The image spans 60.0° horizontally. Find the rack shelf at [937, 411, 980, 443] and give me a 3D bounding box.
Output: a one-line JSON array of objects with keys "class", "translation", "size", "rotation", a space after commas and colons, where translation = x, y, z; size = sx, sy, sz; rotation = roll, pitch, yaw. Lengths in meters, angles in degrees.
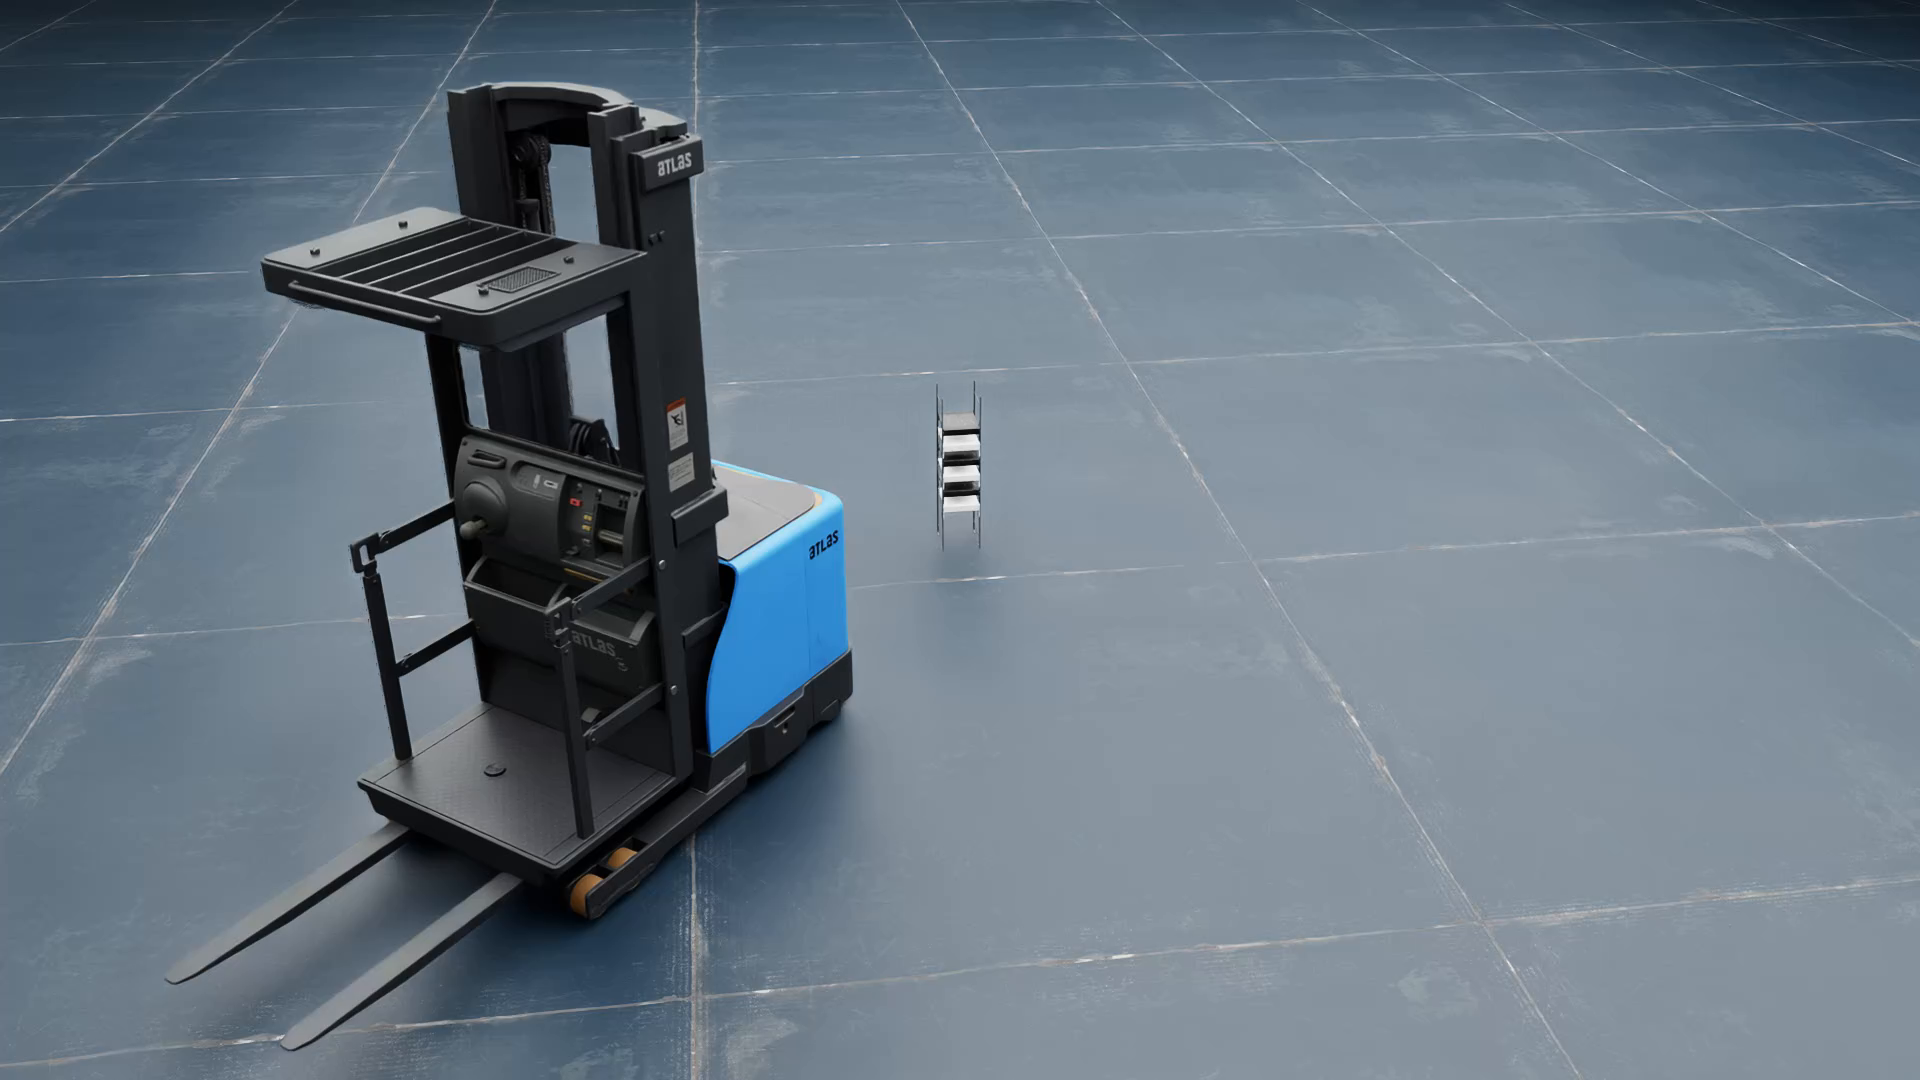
[{"class": "rack shelf", "translation": [-0.008, -0.610, 8.936], "size": [0.200, 0.077, 0.258], "rotation": [-4, 27, -7]}]

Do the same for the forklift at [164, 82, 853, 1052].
[{"class": "forklift", "translation": [-1.696, -0.089, 6.214], "size": [1.130, 2.935, 3.031], "rotation": [16, 31, 28]}]

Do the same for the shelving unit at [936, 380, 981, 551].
[{"class": "shelving unit", "translation": [-0.008, -0.400, 9.044], "size": [0.210, 0.900, 0.258], "rotation": [-4, 27, -7]}]

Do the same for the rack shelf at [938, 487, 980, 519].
[{"class": "rack shelf", "translation": [-0.008, -0.210, 9.141], "size": [0.200, 0.077, 0.258], "rotation": [-4, 27, -7]}]

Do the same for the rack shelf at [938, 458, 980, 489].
[{"class": "rack shelf", "translation": [-0.008, -0.370, 9.059], "size": [0.200, 0.077, 0.258], "rotation": [-4, 27, -7]}]

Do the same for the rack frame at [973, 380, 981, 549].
[{"class": "rack frame", "translation": [0.093, -0.406, 9.056], "size": [0.006, 0.900, 0.240], "rotation": [-4, 27, -7]}]

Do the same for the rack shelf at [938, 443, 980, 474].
[{"class": "rack shelf", "translation": [-0.008, -0.450, 9.018], "size": [0.200, 0.077, 0.258], "rotation": [-4, 27, -7]}]

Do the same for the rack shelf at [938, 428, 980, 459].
[{"class": "rack shelf", "translation": [-0.008, -0.530, 8.977], "size": [0.200, 0.077, 0.258], "rotation": [-4, 27, -7]}]

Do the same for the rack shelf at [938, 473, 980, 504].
[{"class": "rack shelf", "translation": [-0.008, -0.290, 9.100], "size": [0.200, 0.077, 0.258], "rotation": [-4, 27, -7]}]

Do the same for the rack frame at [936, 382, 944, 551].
[{"class": "rack frame", "translation": [-0.109, -0.393, 9.031], "size": [0.006, 0.900, 0.240], "rotation": [-4, 27, -7]}]
